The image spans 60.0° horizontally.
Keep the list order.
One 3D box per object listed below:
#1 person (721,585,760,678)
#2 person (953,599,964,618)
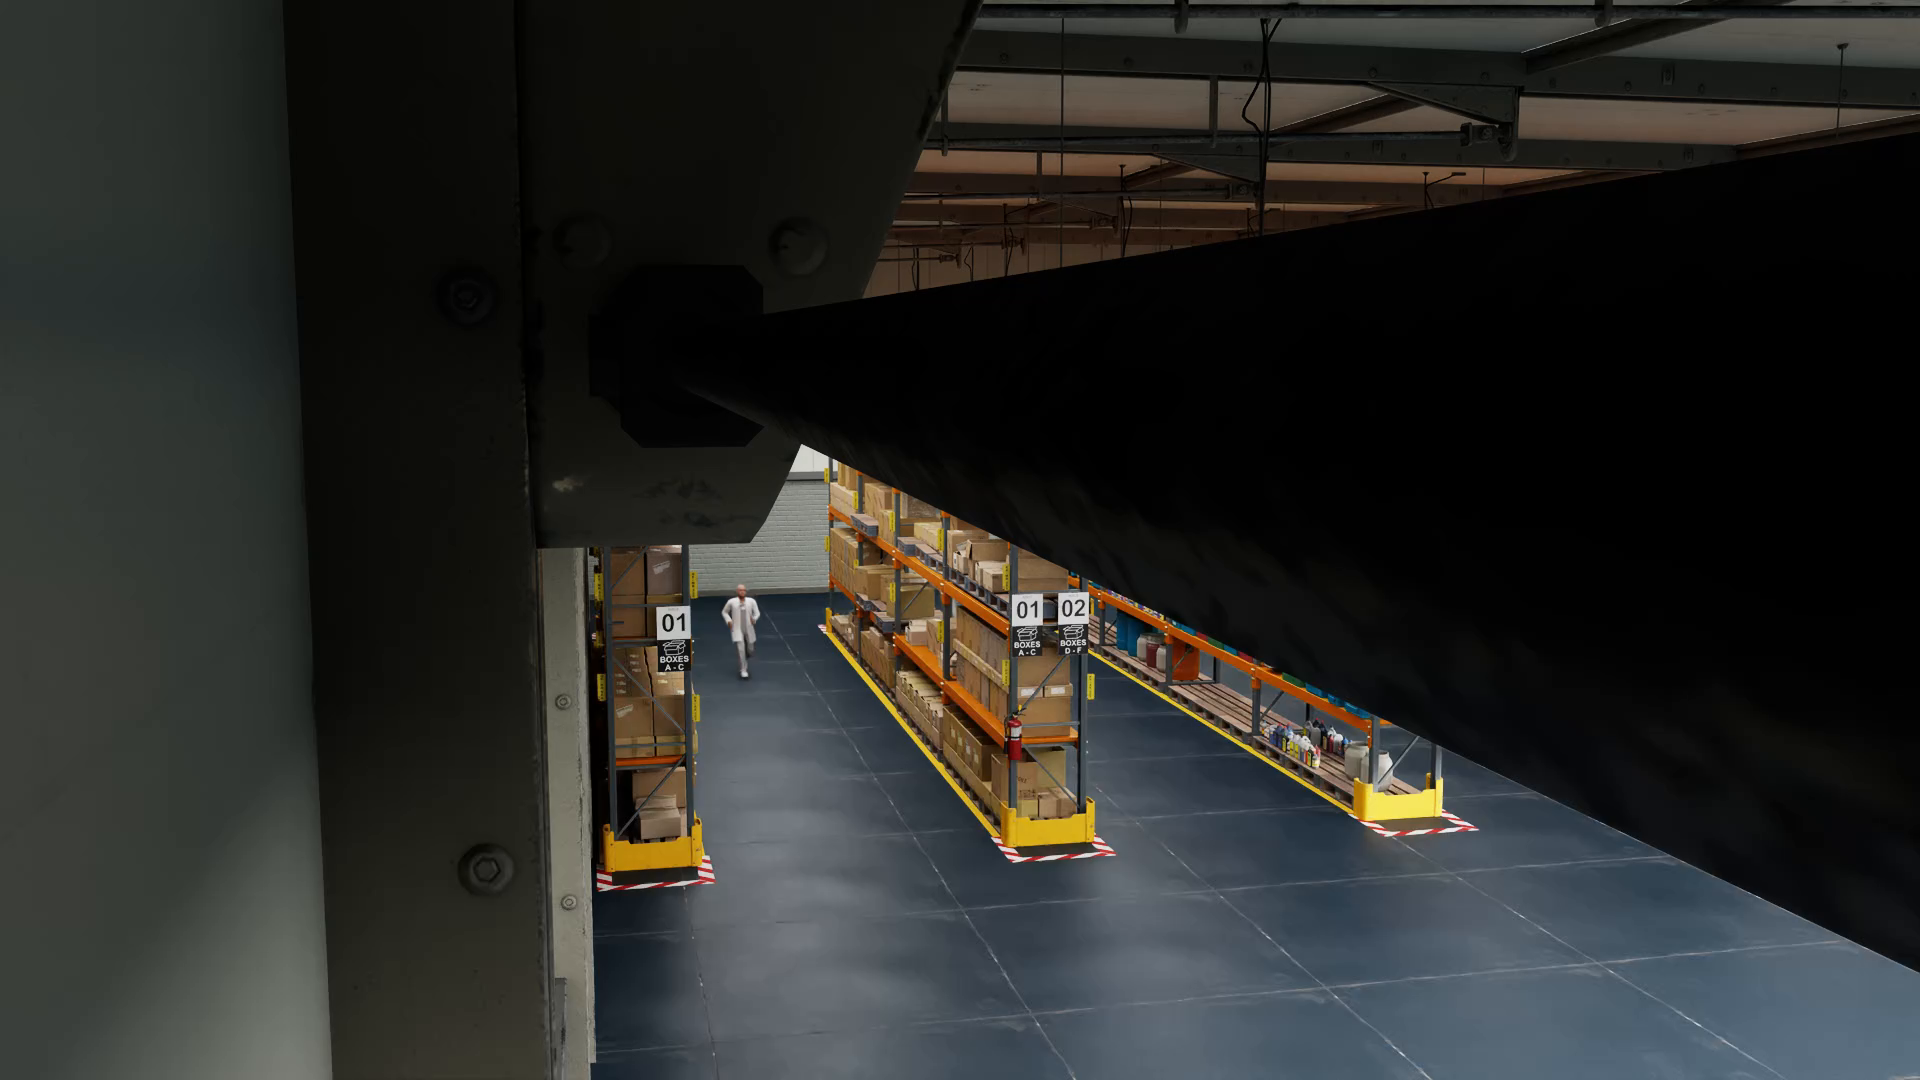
[{"bbox_3d":[-4.158,1.715,31.648,0.716,1.736,0.835,-2,7,-18],"label":"person"},{"bbox_3d":[-0.104,1.344,35.275,0.570,1.655,0.711,-2,7,-20],"label":"person"}]
